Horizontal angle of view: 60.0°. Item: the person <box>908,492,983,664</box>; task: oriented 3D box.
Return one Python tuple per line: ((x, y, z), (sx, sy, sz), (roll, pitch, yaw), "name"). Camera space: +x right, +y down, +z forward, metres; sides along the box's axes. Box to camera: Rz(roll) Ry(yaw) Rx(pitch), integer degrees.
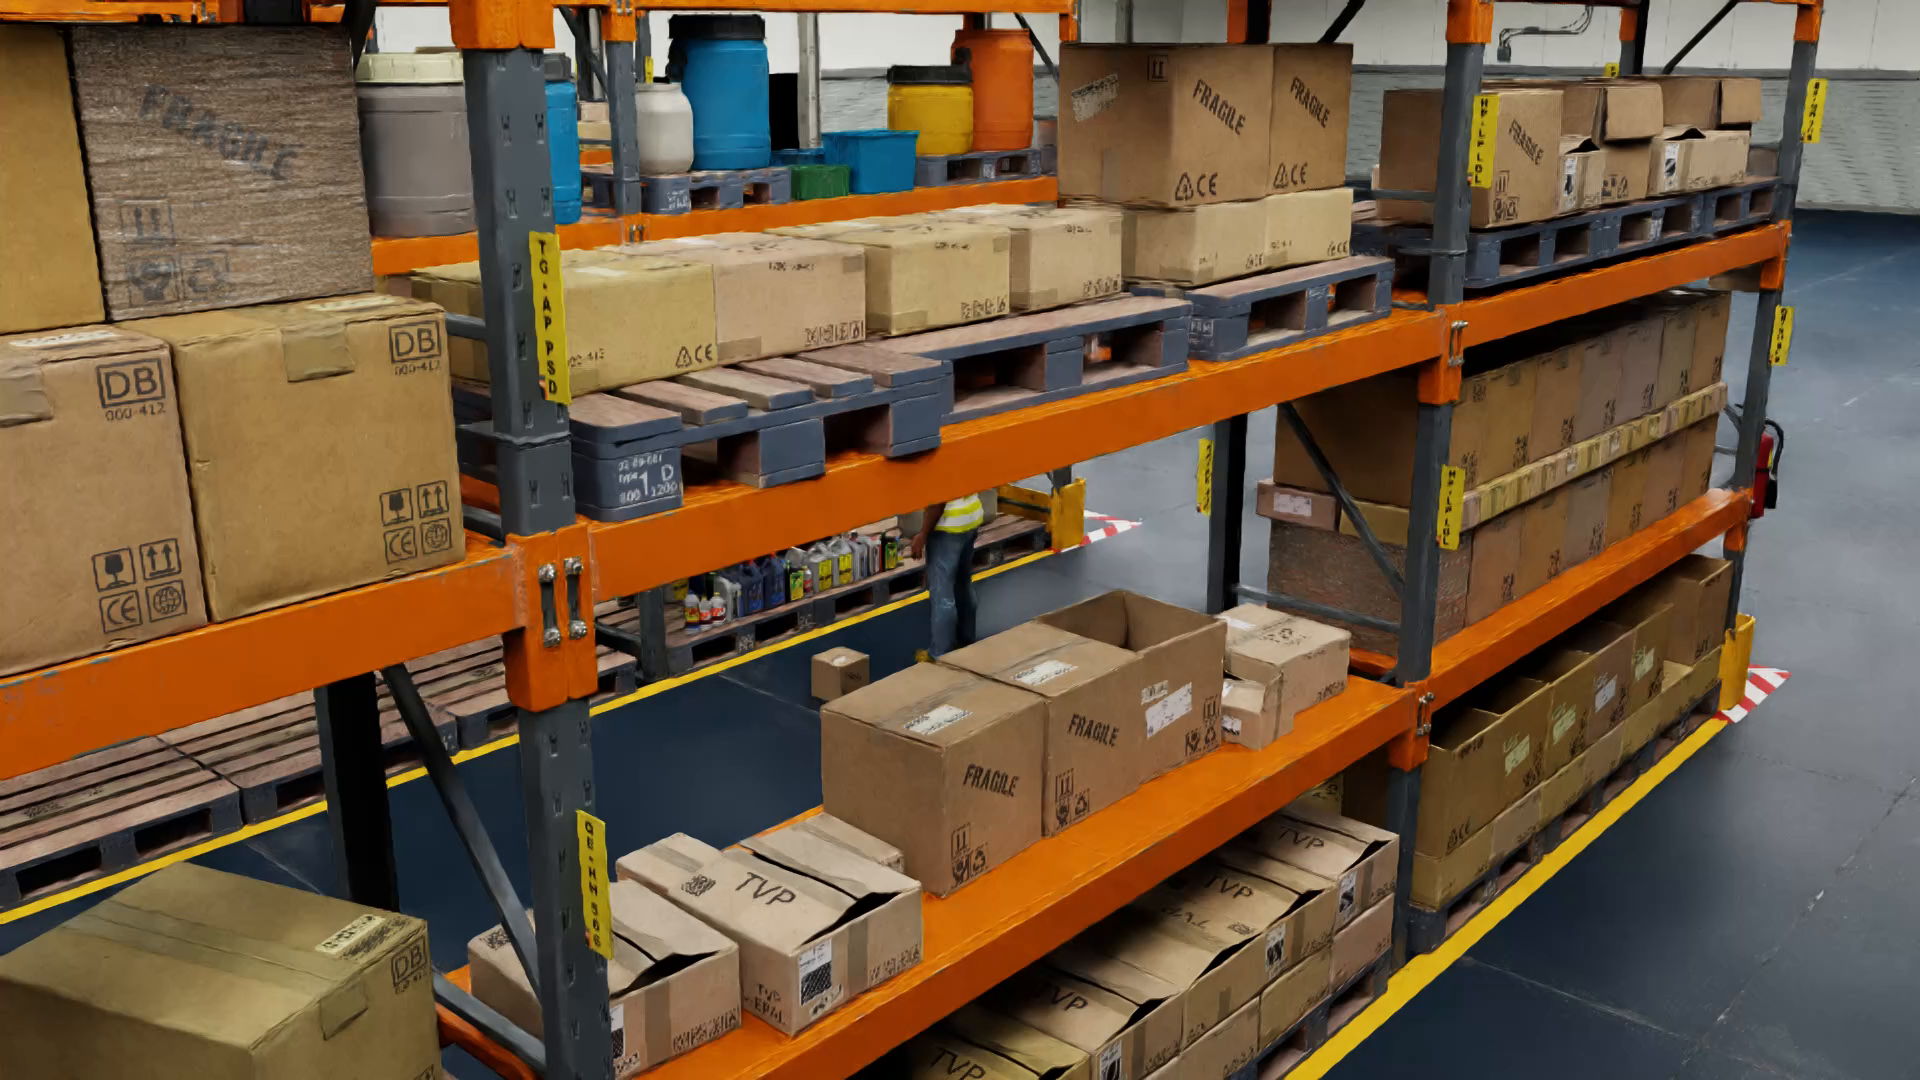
((-0.081, -0.069, 10.216), (0.412, 1.804, 0.615), (7, 18, 22), "person")
